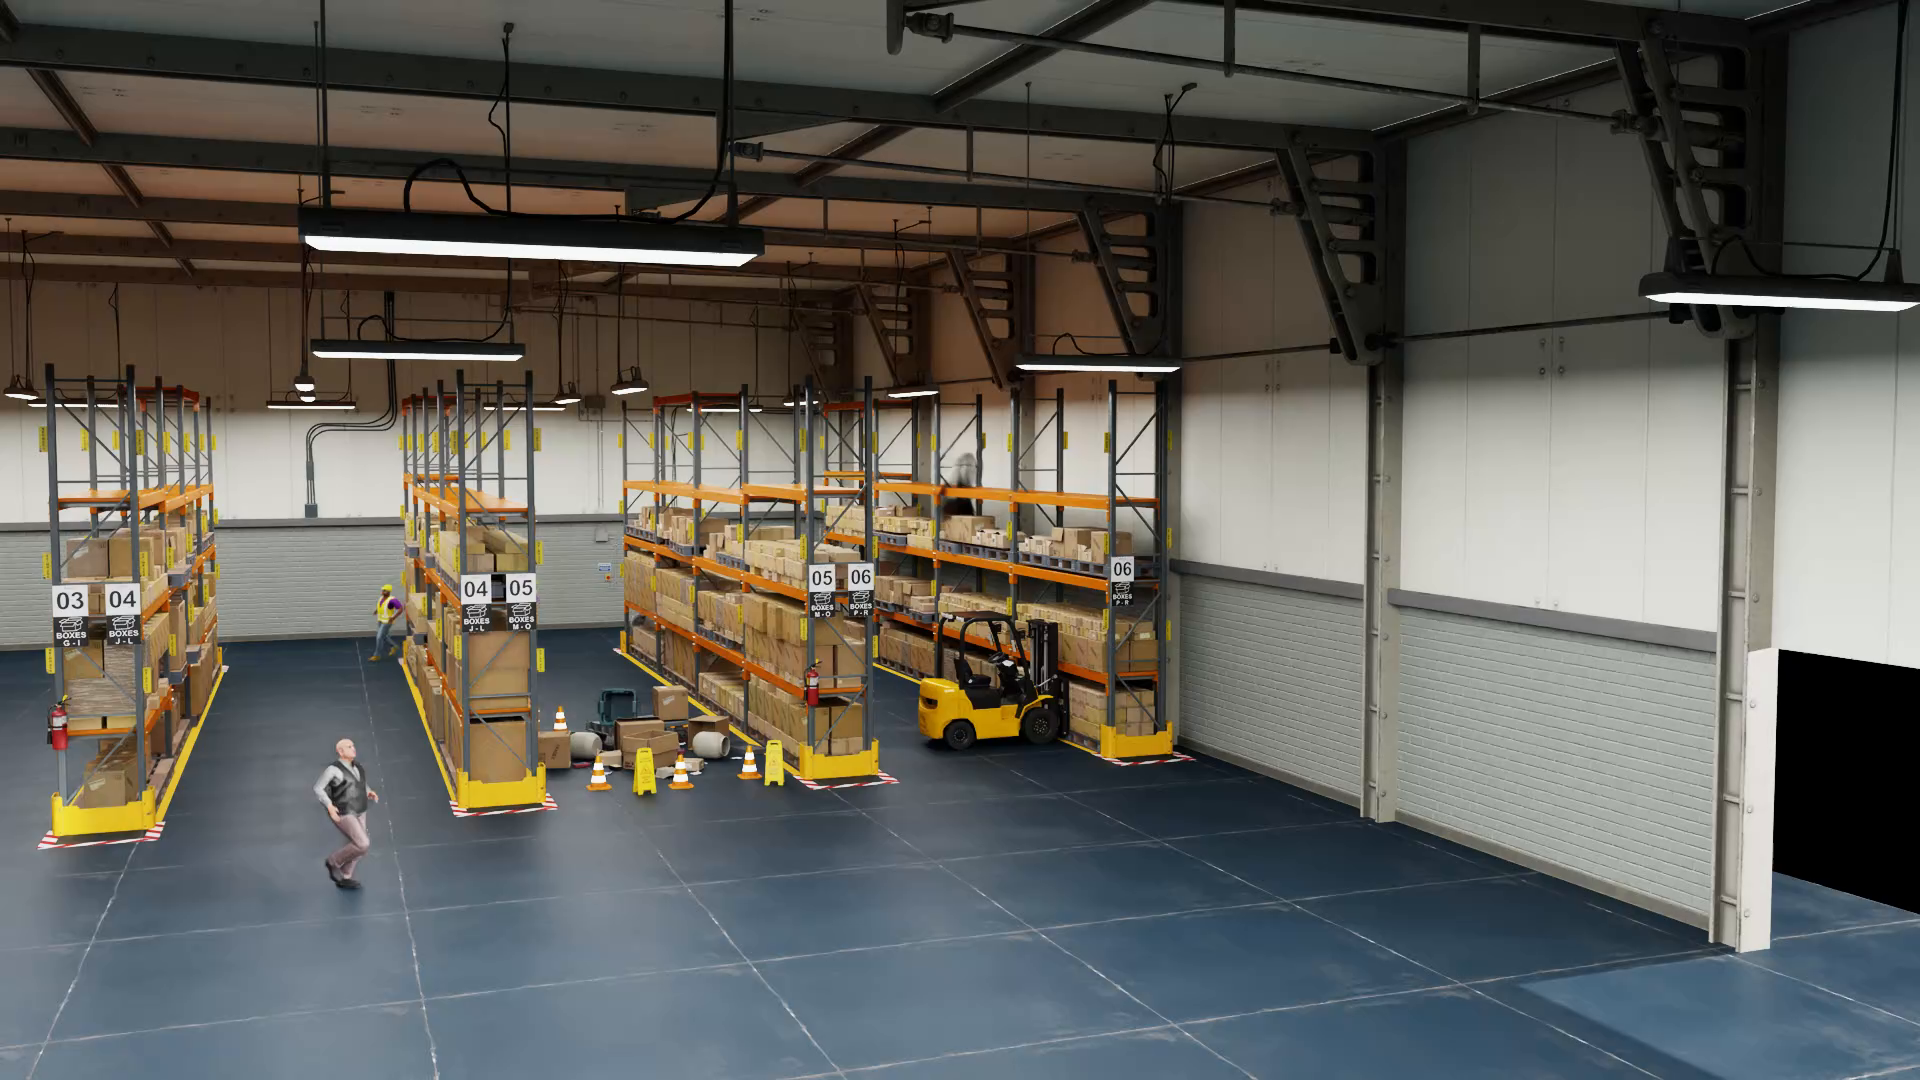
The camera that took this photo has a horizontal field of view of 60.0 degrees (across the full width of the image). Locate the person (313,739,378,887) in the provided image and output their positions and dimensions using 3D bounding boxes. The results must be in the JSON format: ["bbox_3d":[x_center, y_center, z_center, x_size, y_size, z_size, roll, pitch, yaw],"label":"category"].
[{"bbox_3d":[-6.810,3.075,18.639,0.578,1.684,0.656,1,3,17],"label":"person"}]

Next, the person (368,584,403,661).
[{"bbox_3d":[-13.188,1.890,38.313,0.736,1.753,0.859,2,4,36],"label":"person"}]

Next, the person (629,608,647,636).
[{"bbox_3d":[-8.004,1.789,41.091,0.758,1.565,0.704,0,3,1],"label":"person"}]
